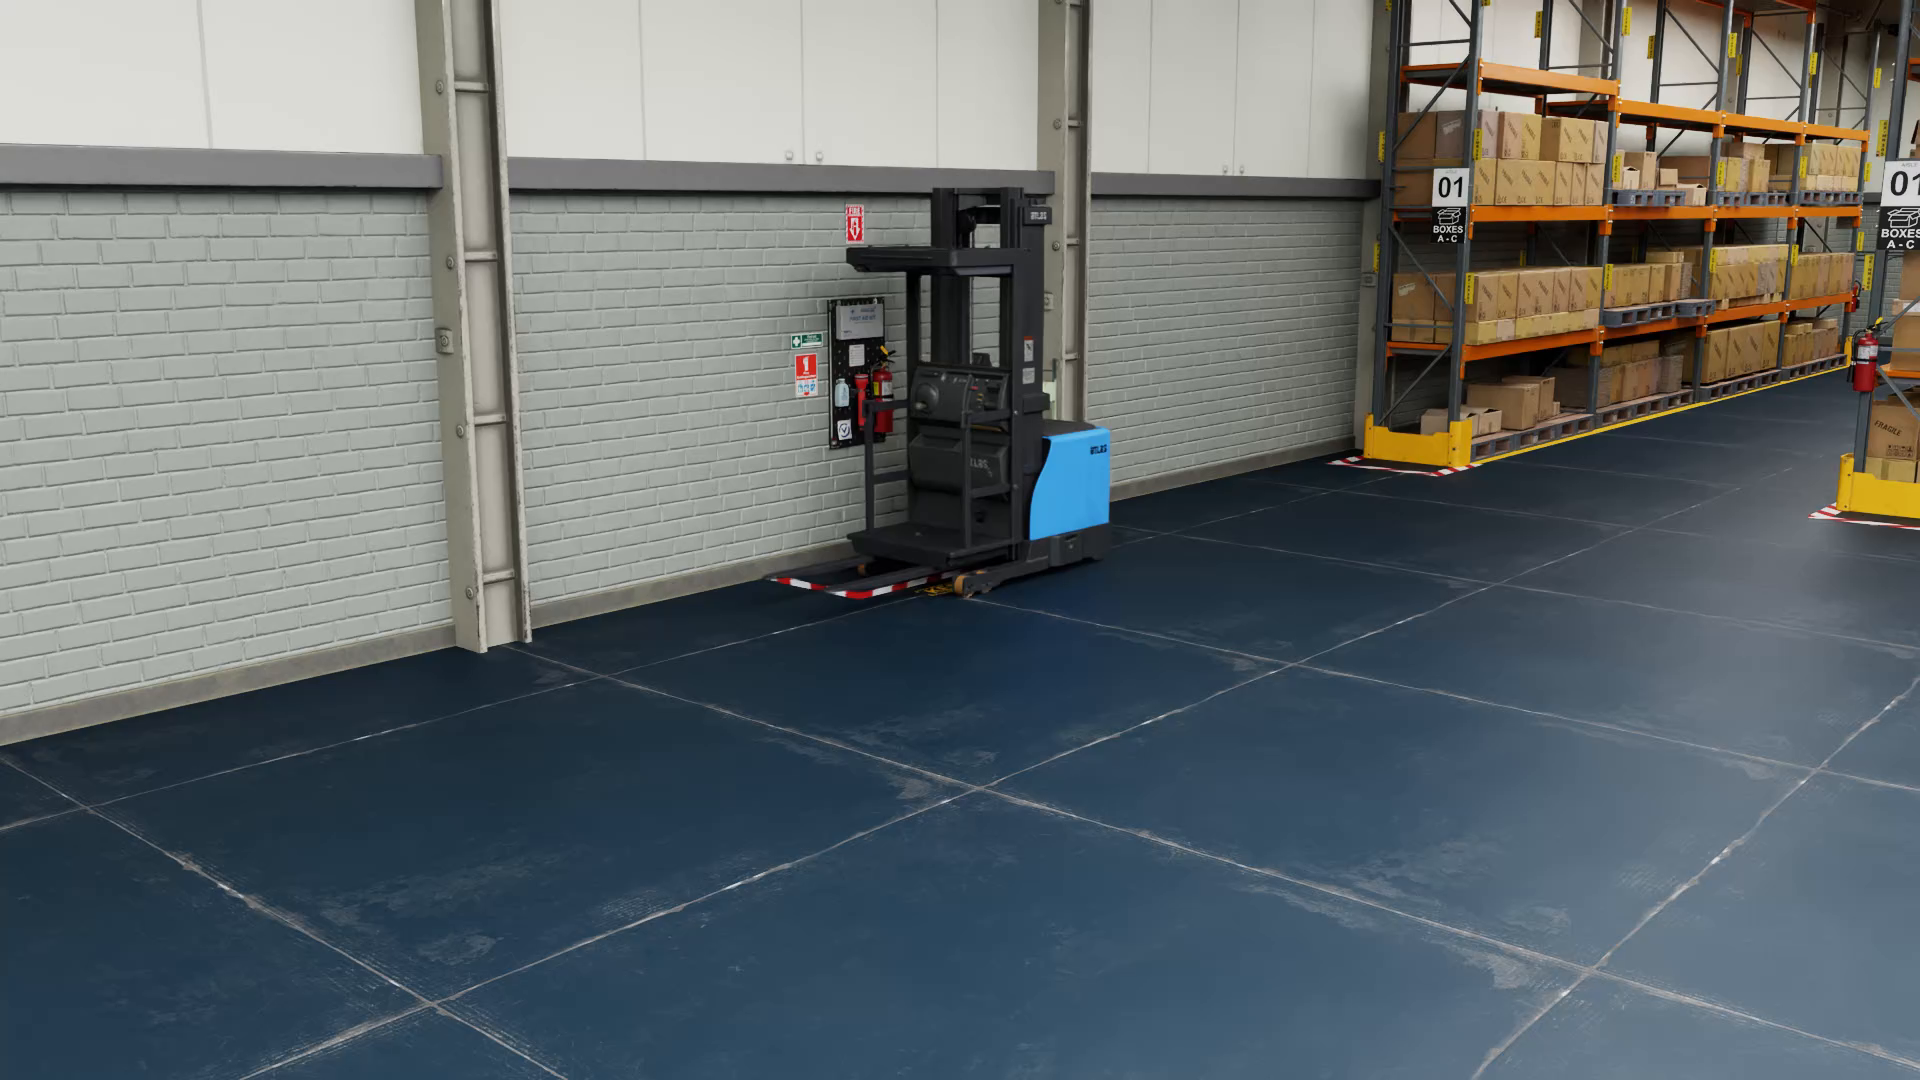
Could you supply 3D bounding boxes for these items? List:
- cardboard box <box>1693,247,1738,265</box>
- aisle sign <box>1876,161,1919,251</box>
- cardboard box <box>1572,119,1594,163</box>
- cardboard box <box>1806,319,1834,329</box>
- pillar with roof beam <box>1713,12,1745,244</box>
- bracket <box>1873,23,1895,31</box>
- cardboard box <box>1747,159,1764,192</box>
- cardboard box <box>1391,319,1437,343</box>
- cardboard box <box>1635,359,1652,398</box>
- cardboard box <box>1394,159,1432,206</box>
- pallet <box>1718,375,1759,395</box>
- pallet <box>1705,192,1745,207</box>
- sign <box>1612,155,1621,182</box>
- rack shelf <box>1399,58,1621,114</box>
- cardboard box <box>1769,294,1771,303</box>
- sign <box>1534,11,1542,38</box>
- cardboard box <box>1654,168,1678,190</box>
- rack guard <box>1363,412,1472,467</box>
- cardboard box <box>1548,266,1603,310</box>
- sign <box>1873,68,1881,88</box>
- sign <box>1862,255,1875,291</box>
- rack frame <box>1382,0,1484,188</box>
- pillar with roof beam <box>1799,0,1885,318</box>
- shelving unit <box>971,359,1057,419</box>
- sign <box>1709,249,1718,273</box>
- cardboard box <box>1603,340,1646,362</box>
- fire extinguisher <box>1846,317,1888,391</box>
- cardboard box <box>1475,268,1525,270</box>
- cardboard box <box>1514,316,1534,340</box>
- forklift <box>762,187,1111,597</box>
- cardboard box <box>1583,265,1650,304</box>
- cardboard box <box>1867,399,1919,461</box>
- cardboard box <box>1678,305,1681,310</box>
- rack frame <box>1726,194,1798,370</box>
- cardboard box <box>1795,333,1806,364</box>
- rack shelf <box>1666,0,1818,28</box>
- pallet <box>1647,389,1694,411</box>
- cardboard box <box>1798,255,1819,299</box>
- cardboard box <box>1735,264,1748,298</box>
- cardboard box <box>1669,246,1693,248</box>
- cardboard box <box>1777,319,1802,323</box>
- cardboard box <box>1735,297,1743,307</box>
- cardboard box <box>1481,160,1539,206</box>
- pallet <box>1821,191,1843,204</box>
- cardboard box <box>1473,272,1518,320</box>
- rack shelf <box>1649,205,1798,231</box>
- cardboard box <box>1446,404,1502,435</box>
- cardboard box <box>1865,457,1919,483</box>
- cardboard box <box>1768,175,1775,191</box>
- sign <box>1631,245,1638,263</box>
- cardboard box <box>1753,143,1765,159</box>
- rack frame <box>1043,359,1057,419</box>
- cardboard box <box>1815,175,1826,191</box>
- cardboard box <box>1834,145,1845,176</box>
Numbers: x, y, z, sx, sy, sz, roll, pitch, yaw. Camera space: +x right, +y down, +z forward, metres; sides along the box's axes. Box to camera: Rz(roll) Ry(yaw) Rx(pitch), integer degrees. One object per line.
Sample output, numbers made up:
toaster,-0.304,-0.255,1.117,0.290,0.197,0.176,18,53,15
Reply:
cardboard box,11.194,-4.212,24.658,0.500,0.250,0.500,9,15,40
aisle sign,8.525,-3.013,14.999,0.394,0.787,0.004,10,15,40
cardboard box,7.223,-4.767,19.902,0.500,0.500,0.500,11,16,43
cardboard box,15.124,-3.806,29.260,0.380,0.149,0.250,10,15,42
pillar with roof beam,16.033,-6.715,24.857,9.100,9.000,0.548,10,15,40
bracket,18.475,-10.197,33.097,0.076,0.066,3.189,10,15,40
cardboard box,12.004,-5.645,25.780,0.700,0.500,0.500,9,15,39
cardboard box,5.228,-2.380,18.798,0.500,0.250,0.500,10,15,41
cardboard box,9.176,-2.266,23.158,0.700,0.500,0.500,10,15,40
cardboard box,5.150,-3.973,18.482,0.500,0.500,0.500,-11,16,-43
pallet,11.729,-2.444,25.908,1.003,0.211,1.213,10,15,40
pallet,10.731,-5.006,24.442,1.213,0.211,1.003,11,16,43
sign,8.118,-4.593,20.572,0.100,0.325,0.005,10,15,40
rack shelf,6.385,-5.231,19.272,1.077,0.370,4.000,10,15,40
cardboard box,12.622,-3.843,26.383,0.380,0.149,0.250,10,15,42
sign,7.285,-6.486,20.923,0.100,0.325,0.005,10,15,40
cardboard box,9.421,-4.879,23.008,0.637,0.503,0.797,-10,15,-40
rack guard,5.115,-1.135,18.617,1.175,0.500,0.348,10,15,40
cardboard box,7.626,-3.132,20.653,0.500,0.500,0.500,10,15,40
sign,16.025,-8.070,29.053,0.100,0.325,0.005,10,15,40
sign,8.390,-2.466,15.337,0.100,0.325,0.005,10,15,40
rack frame,5.065,-5.291,17.728,1.000,3.000,0.127,10,15,40
pillar with roof beam,19.993,-7.598,29.276,9.100,9.000,0.548,10,15,40
shelving unit,0.468,-0.798,14.372,0.431,1.500,0.755,8,13,33
sign,10.760,-3.987,23.759,0.100,0.325,0.005,10,15,40
cardboard box,9.151,-2.619,23.012,0.500,0.250,0.500,10,15,40
fire extinguisher,8.362,-1.714,15.333,0.296,0.674,0.183,10,15,40
cardboard box,6.561,-3.052,20.248,0.500,0.500,0.500,10,15,42
cardboard box,6.299,-2.469,19.246,0.500,0.250,0.500,9,15,39
forklift,-0.146,-1.130,12.386,1.130,2.935,3.031,10,15,41
cardboard box,8.853,-3.455,22.475,0.500,0.500,0.700,-10,15,-40
cardboard box,8.919,-1.052,15.854,0.500,0.500,0.500,10,15,40
cardboard box,10.737,-3.432,24.324,0.380,0.149,0.250,9,15,40
rack frame,12.987,-4.115,27.155,1.000,3.000,0.127,10,15,40
cardboard box,13.891,-3.265,28.211,0.700,0.500,0.500,10,15,40
rack shelf,11.666,-8.040,24.839,1.077,0.370,4.000,10,15,40
pallet,9.829,-2.044,23.907,1.003,0.211,1.213,10,15,40
cardboard box,13.843,-4.446,28.049,0.980,0.700,0.700,9,15,39
cardboard box,11.540,-3.918,25.105,0.500,0.500,0.500,10,15,40
cardboard box,10.795,-4.275,24.976,0.500,0.250,0.500,9,14,39
cardboard box,14.506,-3.781,29.138,0.380,0.149,0.250,10,15,41
cardboard box,11.742,-3.659,25.461,0.380,0.149,0.250,10,15,41
cardboard box,6.195,-4.047,18.852,0.500,0.500,0.500,11,16,43
pallet,14.340,-5.840,28.361,1.003,0.211,1.213,10,15,40
cardboard box,5.940,-2.756,18.770,0.500,0.500,0.500,10,15,41
rack shelf,11.666,-4.939,25.459,1.077,0.370,4.000,10,15,40
cardboard box,5.966,-1.421,19.407,0.500,0.311,0.500,-11,15,-43
cardboard box,8.921,-0.684,15.926,0.500,0.250,0.500,10,15,40
cardboard box,13.262,-5.898,27.481,0.500,0.250,0.500,10,15,41
sign,9.927,-4.166,24.452,0.100,0.325,0.005,10,15,40
cardboard box,12.307,-6.106,26.172,0.500,0.250,0.500,-11,16,-43
rack frame,0.673,-0.856,14.669,0.400,1.500,0.023,8,13,33
cardboard box,13.988,-5.908,27.530,0.500,0.250,0.500,9,15,39
cardboard box,14.672,-6.431,28.231,0.500,0.500,0.500,9,14,38
